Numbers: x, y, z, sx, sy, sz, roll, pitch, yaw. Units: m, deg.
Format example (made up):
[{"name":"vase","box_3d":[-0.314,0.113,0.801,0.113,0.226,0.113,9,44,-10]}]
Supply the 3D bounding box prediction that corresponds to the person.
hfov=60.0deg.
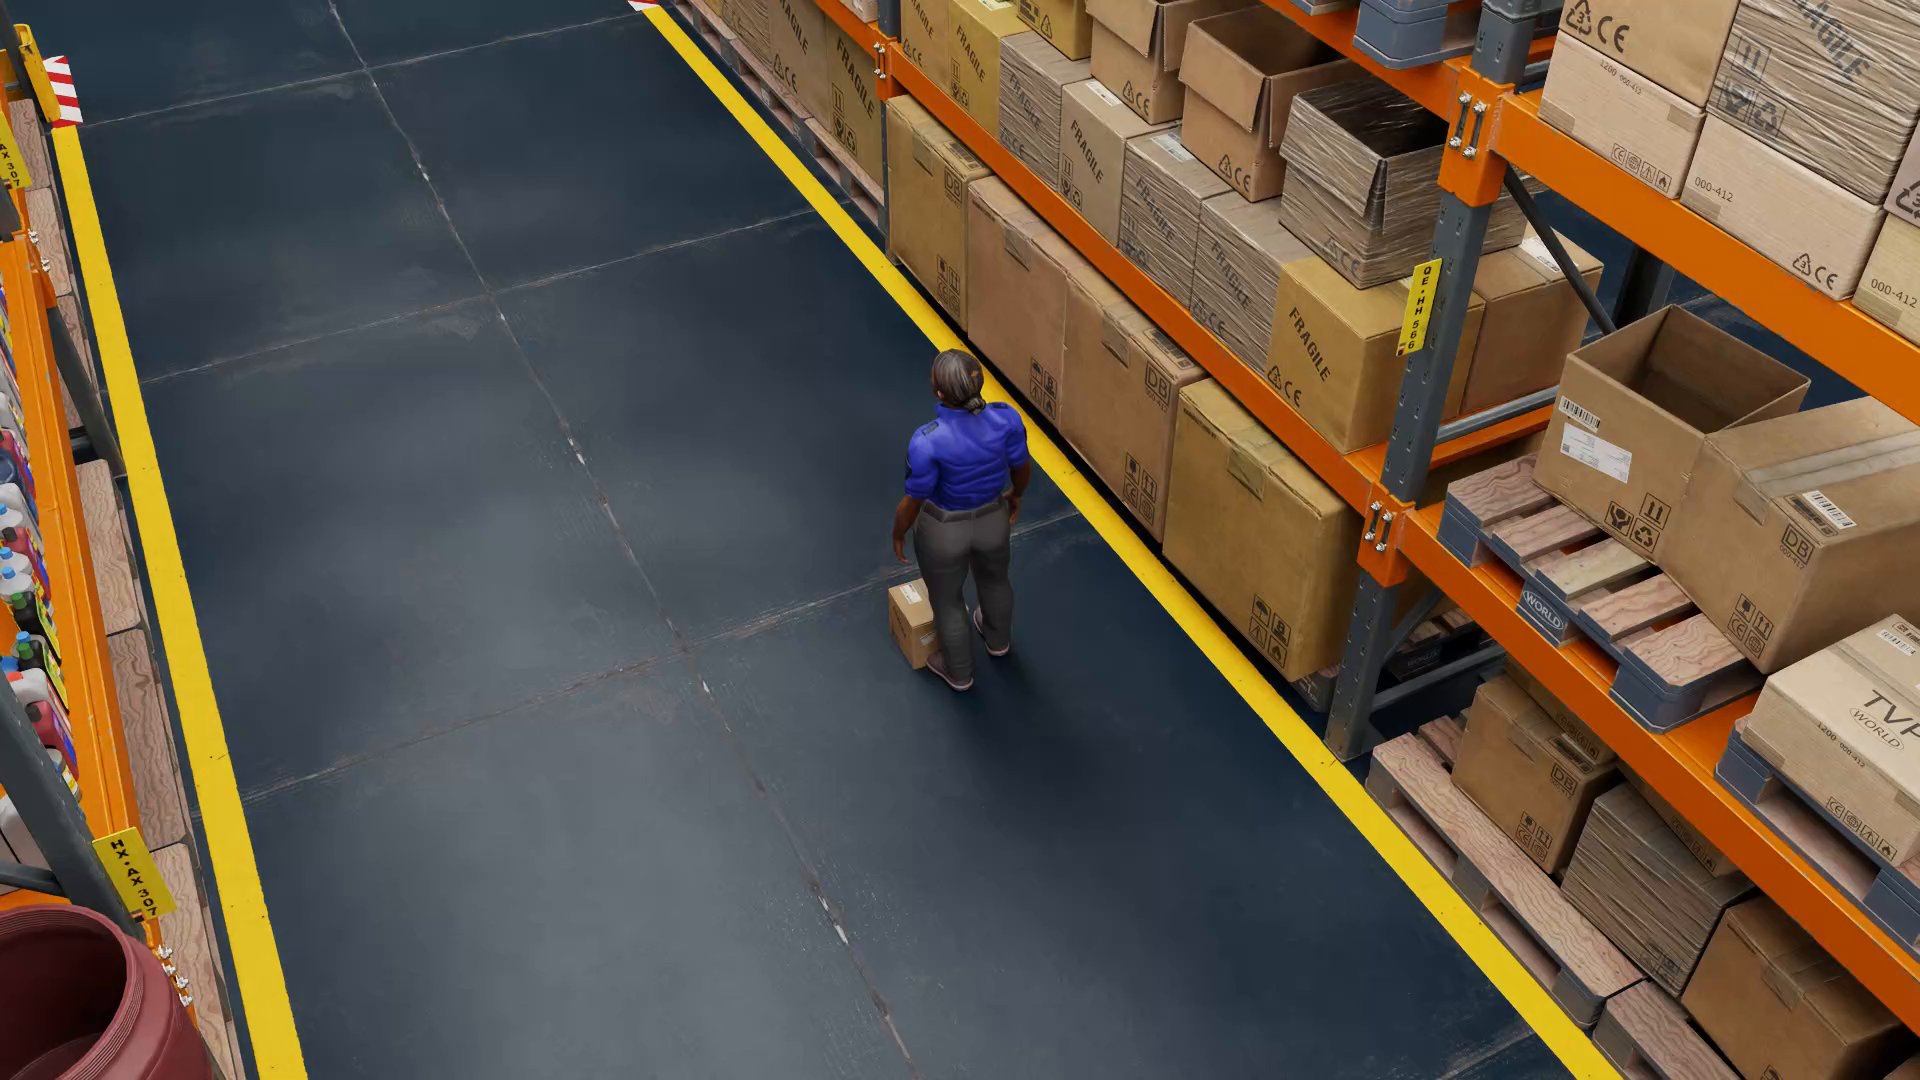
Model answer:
[{"name":"person","box_3d":[-0.014,-0.103,6.267,0.570,1.654,0.504,-17,44,-18]}]
